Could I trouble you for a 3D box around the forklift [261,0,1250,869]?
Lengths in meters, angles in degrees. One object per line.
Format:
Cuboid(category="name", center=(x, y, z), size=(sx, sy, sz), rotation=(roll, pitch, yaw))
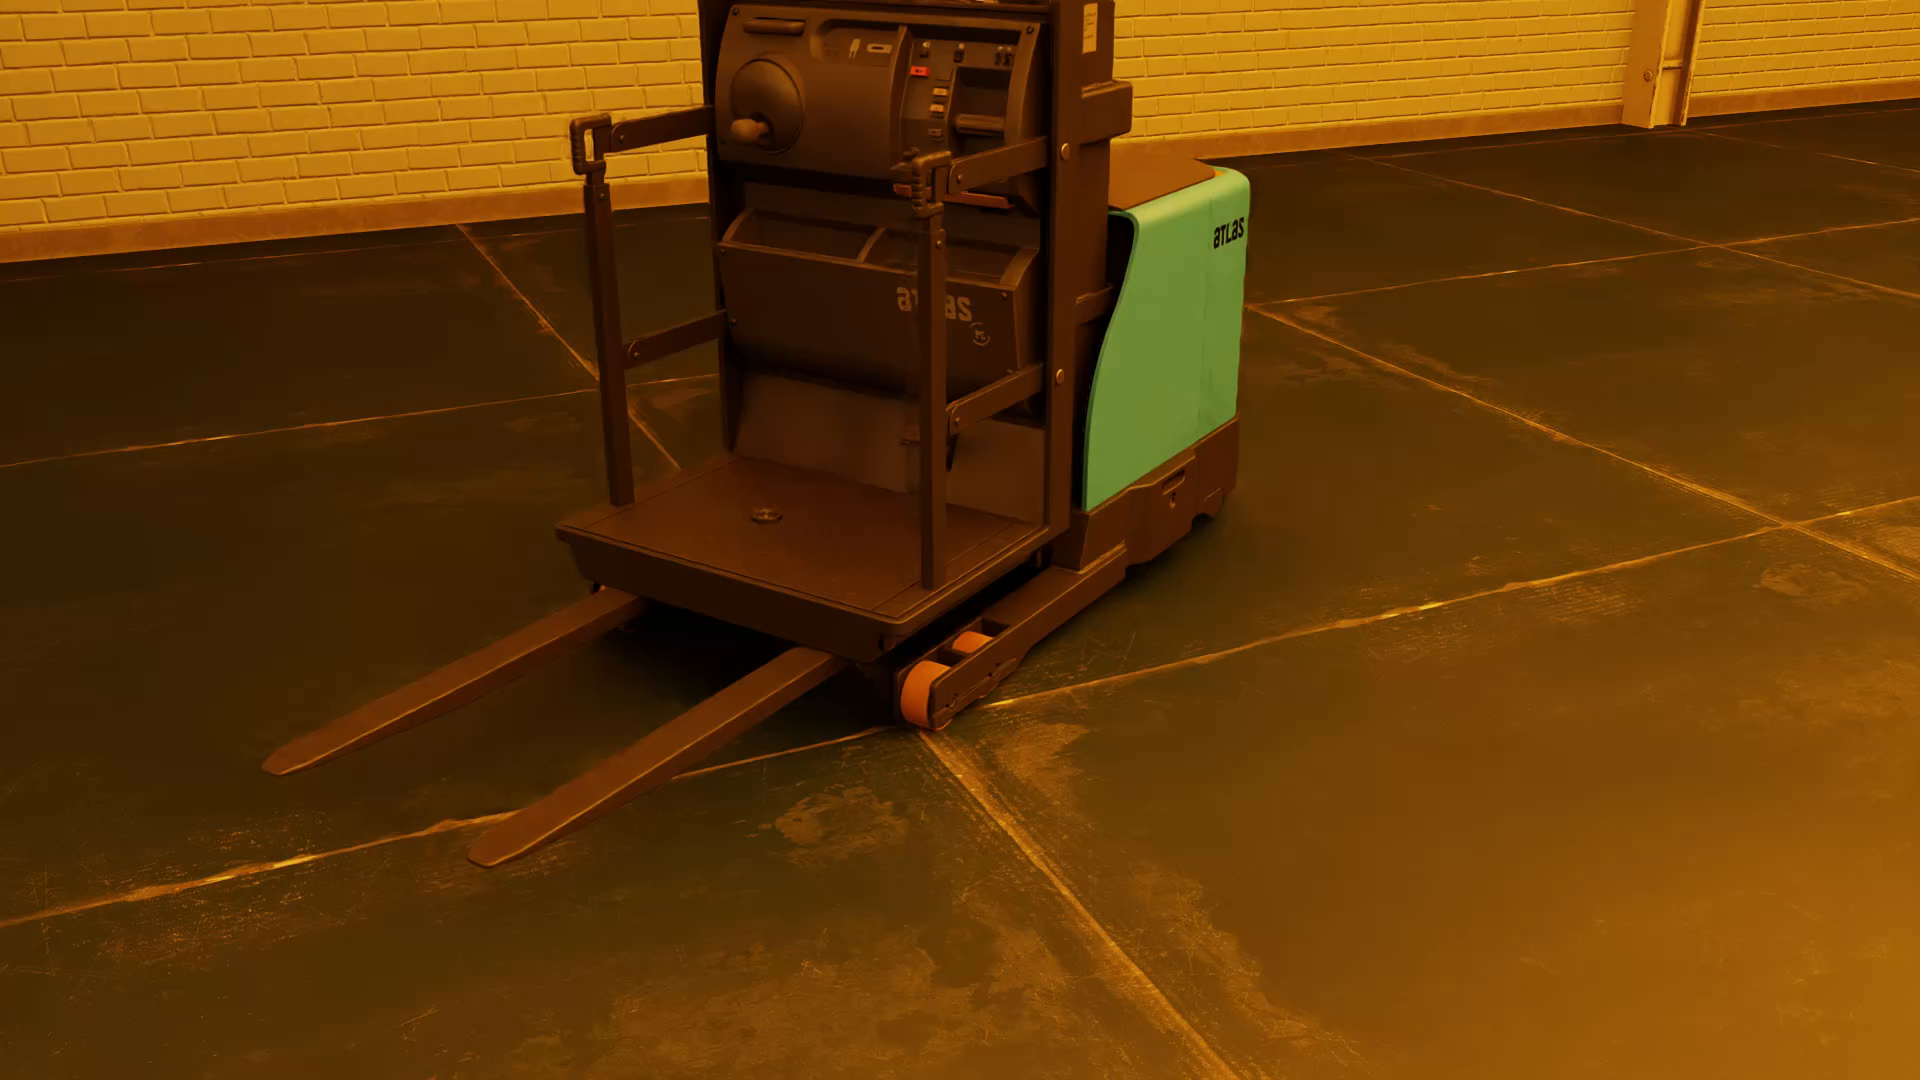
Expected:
Cuboid(category="forklift", center=(-0.335, -1.100, 3.935), size=(1.130, 2.935, 3.031), rotation=(14, 26, 30))
